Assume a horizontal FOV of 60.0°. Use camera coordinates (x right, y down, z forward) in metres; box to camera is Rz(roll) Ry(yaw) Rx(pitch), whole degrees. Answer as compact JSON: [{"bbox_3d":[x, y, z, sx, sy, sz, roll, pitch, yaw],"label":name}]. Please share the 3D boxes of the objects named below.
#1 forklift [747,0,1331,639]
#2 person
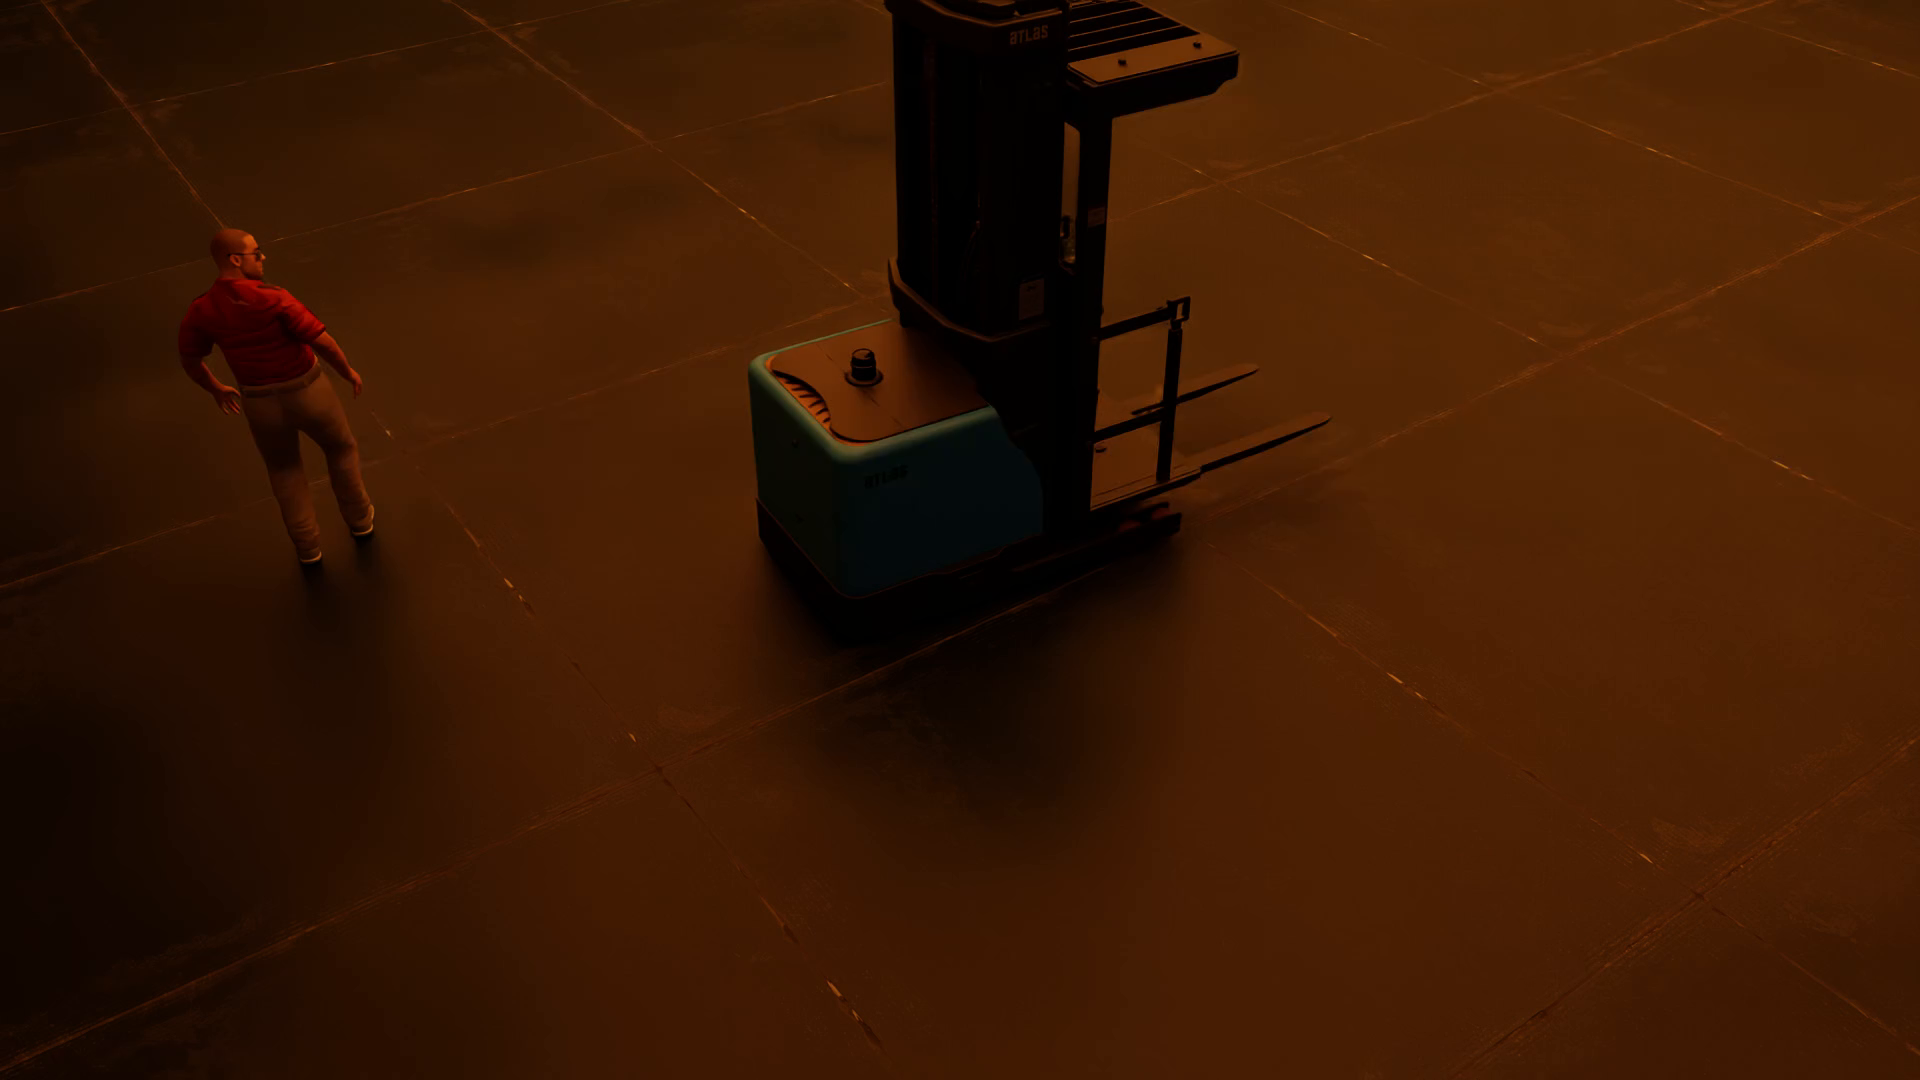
[{"bbox_3d":[0.523,-1.367,7.793,3.031,2.935,1.130,-19,41,-24],"label":"forklift"},{"bbox_3d":[-3.230,-0.702,7.924,0.748,1.709,0.520,-6,37,-8],"label":"person"}]
